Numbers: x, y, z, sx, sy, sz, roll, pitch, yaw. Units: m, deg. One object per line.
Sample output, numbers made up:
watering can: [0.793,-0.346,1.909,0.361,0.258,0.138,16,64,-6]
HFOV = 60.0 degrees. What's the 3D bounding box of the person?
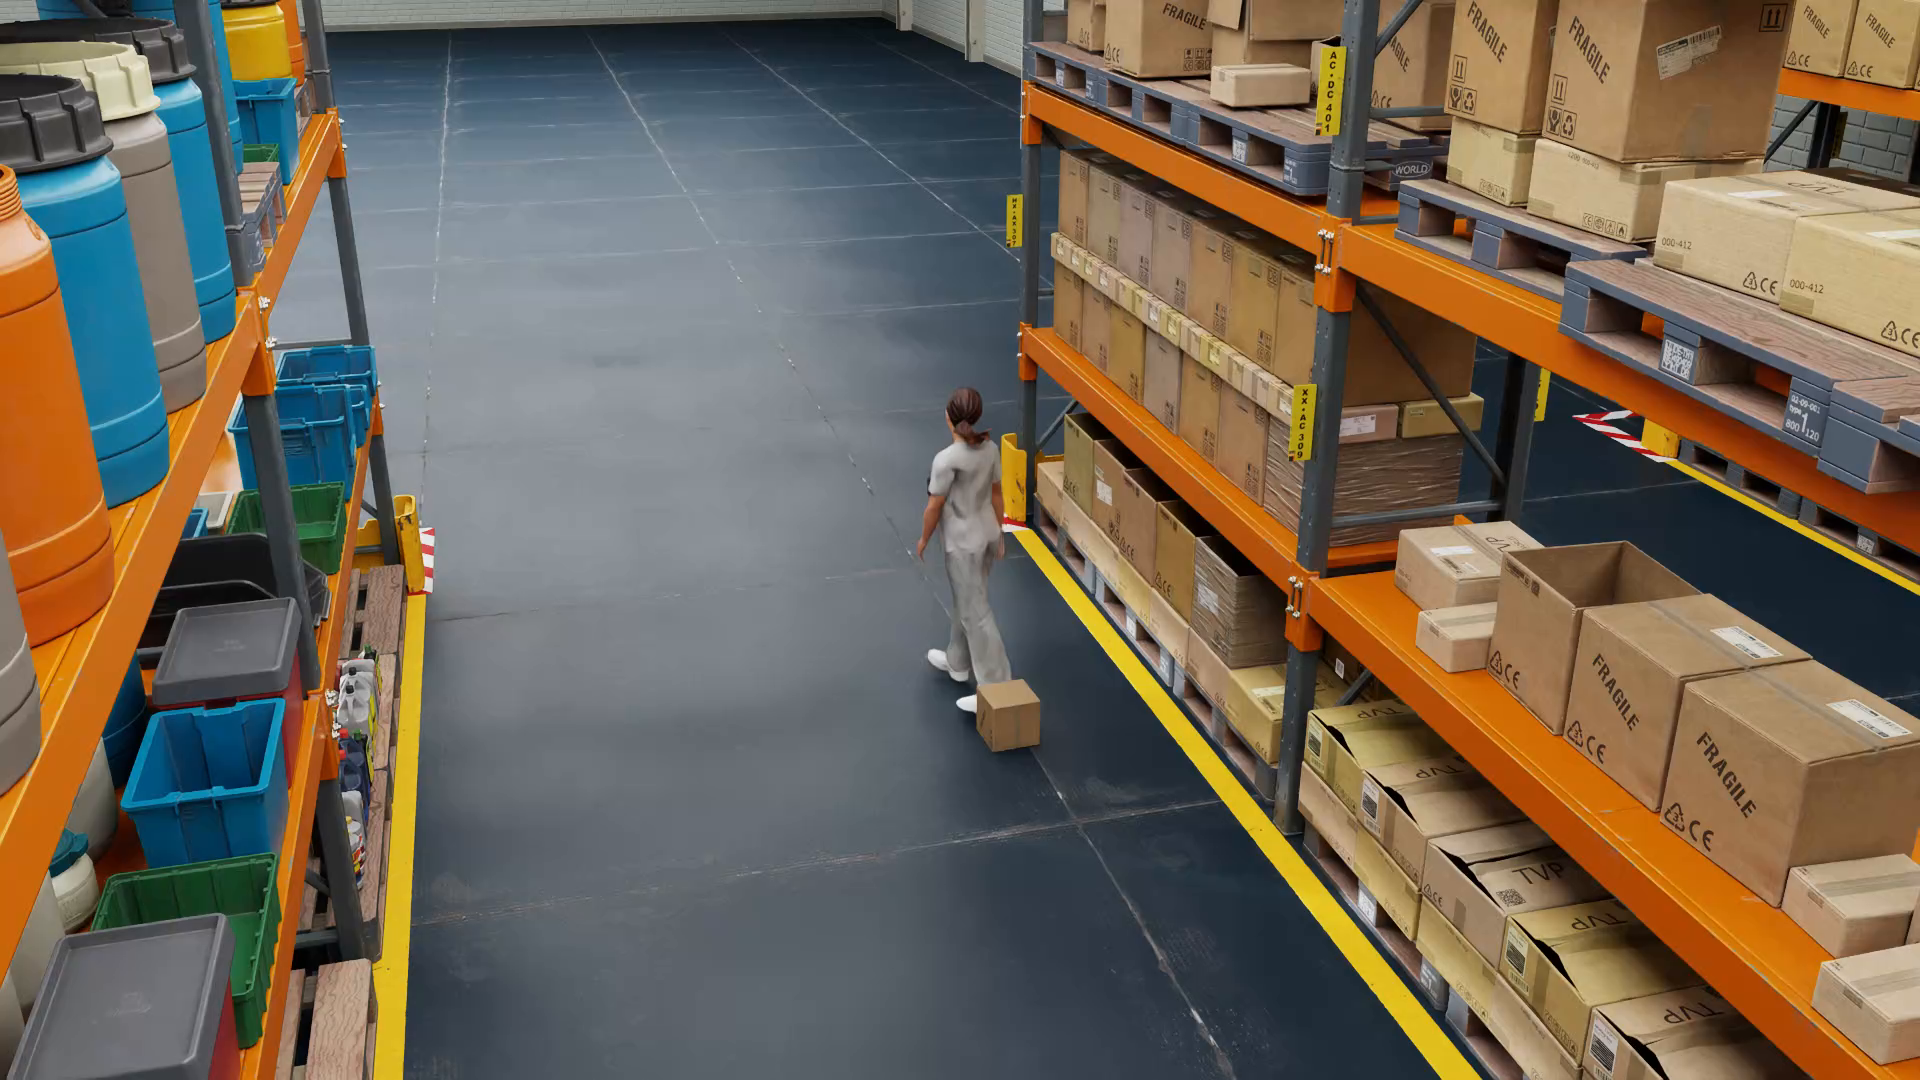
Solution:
person: [0.032,0.025,8.513,0.686,1.661,0.498,16,28,34]
